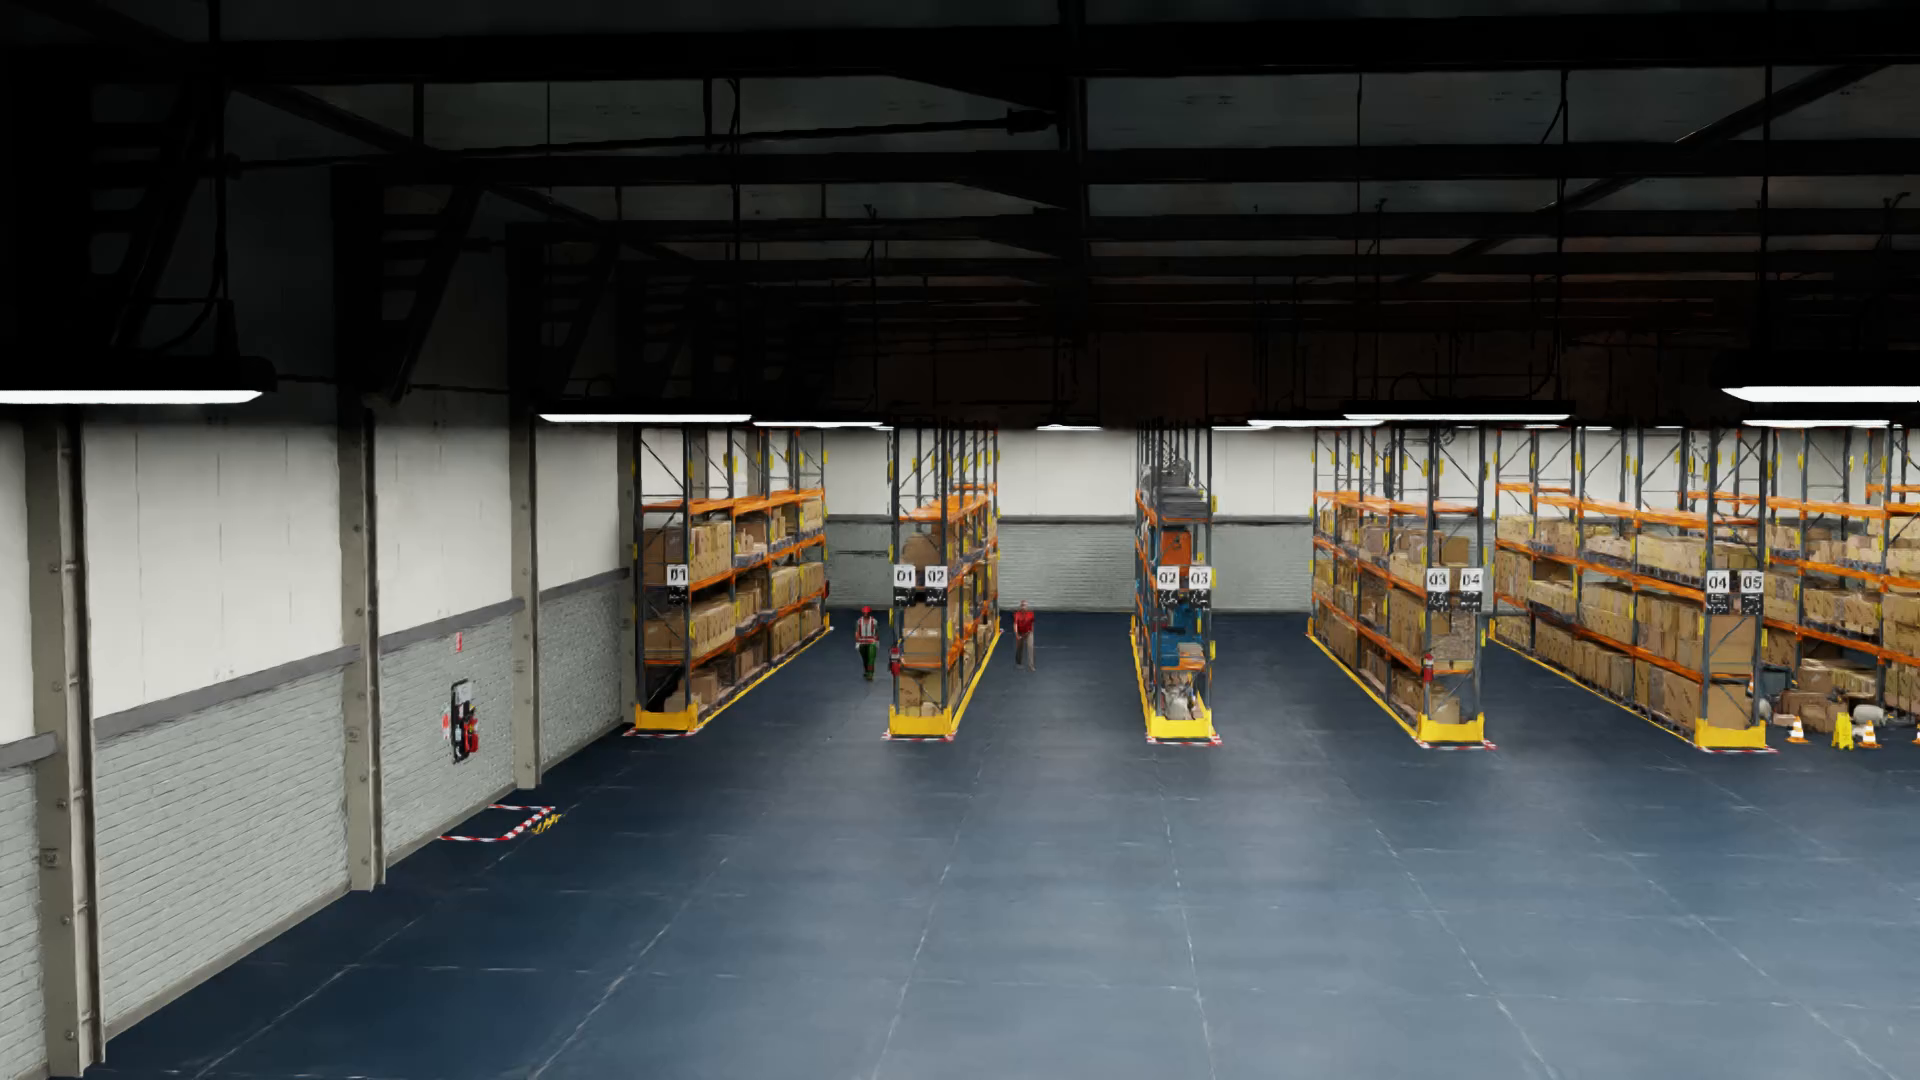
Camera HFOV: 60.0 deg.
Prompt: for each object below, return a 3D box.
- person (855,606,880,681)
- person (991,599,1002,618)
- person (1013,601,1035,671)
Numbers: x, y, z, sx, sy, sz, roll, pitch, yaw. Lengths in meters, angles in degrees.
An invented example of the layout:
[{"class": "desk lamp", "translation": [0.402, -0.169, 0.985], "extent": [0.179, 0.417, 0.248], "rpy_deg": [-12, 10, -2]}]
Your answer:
[{"class": "person", "translation": [-2.144, 2.357, 38.249], "extent": [0.553, 1.709, 1.105], "rpy_deg": [0, 4, 7]}, {"class": "person", "translation": [0.909, 1.626, 50.413], "extent": [0.502, 1.610, 0.944], "rpy_deg": [2, 4, 27]}, {"class": "person", "translation": [1.527, 2.278, 39.837], "extent": [0.535, 1.657, 1.036], "rpy_deg": [0, 4, -4]}]
